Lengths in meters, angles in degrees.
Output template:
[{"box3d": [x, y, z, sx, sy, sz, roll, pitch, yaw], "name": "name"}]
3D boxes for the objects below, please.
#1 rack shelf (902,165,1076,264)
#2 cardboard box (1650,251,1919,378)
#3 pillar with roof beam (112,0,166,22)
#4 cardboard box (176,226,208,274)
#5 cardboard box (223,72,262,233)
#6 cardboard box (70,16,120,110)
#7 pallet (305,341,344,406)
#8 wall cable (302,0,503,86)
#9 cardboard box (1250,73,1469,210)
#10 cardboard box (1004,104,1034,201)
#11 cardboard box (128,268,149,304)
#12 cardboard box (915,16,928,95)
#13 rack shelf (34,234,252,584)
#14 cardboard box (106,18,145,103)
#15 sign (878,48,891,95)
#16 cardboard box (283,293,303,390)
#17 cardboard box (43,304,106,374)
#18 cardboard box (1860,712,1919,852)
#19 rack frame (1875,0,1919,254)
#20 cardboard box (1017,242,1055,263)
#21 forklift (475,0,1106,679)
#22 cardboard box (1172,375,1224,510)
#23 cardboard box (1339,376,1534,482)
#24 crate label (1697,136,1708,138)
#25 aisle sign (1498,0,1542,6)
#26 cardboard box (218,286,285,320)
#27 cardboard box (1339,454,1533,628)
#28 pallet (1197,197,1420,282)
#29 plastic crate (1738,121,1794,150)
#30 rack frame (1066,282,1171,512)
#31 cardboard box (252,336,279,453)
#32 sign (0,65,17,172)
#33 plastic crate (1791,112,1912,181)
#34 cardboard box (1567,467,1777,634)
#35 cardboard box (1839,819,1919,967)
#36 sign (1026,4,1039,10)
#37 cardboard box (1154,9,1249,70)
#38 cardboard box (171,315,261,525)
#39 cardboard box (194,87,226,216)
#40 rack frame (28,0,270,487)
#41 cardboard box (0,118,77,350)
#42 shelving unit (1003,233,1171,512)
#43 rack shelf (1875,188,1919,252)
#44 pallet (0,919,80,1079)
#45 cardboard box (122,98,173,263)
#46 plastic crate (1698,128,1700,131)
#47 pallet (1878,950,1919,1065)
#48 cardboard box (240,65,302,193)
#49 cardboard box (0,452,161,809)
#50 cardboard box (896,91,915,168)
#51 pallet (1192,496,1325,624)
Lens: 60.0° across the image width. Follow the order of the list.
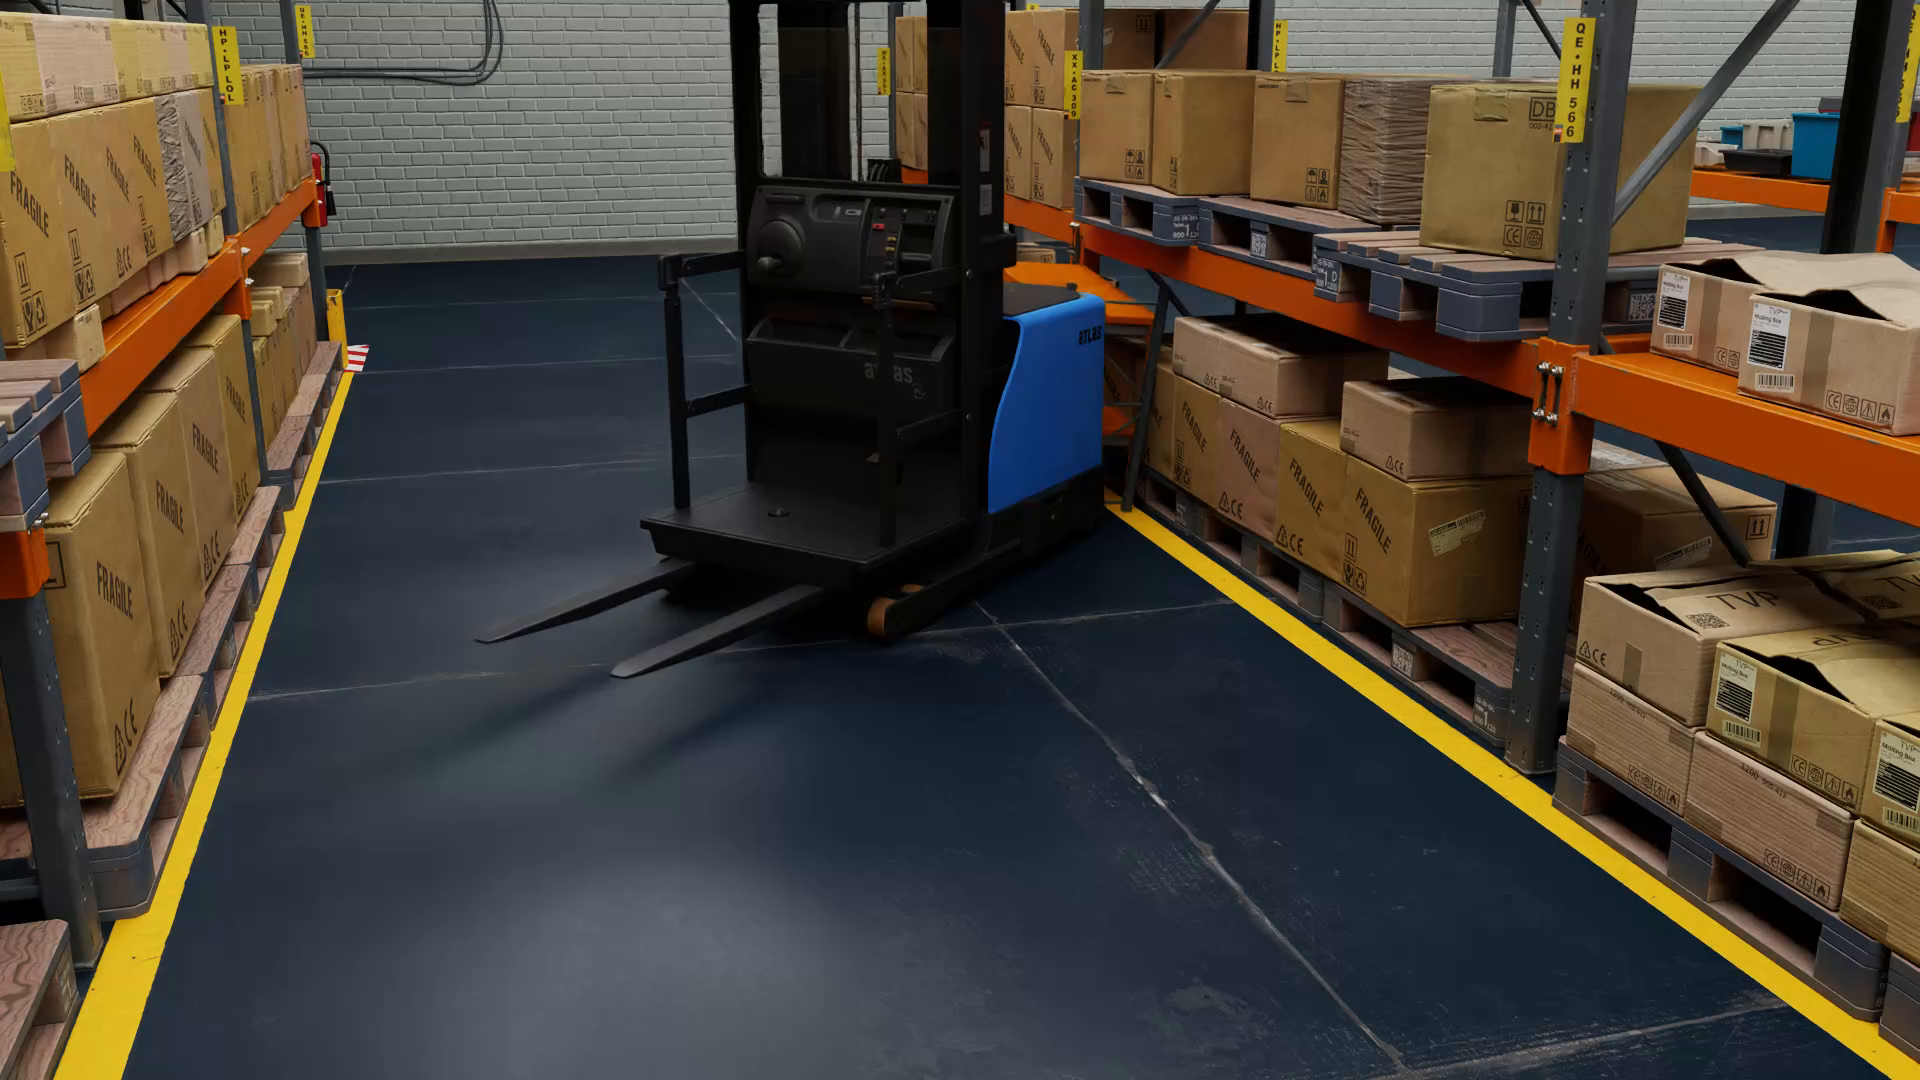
[{"box3d": [0.533, -2.085, 10.430, 1.077, 0.370, 4.000, -5, 17, -15], "name": "rack shelf"}, {"box3d": [2.240, -0.623, 4.467, 0.500, 0.311, 0.500, -4, 17, -12], "name": "cardboard box"}, {"box3d": [-2.213, -6.482, 13.389, 9.100, 9.000, 0.400, -5, 17, -15], "name": "pillar with roof beam"}, {"box3d": [-3.065, -1.090, 6.269, 0.380, 0.149, 0.250, -5, 17, -15], "name": "cardboard box"}, {"box3d": [-3.813, -1.779, 7.638, 0.980, 0.700, 0.700, -4, 17, -14], "name": "cardboard box"}, {"box3d": [-2.747, -1.369, 4.766, 0.500, 0.250, 0.500, -5, 17, -15], "name": "cardboard box"}, {"box3d": [-4.484, -1.040, 10.546, 1.003, 0.211, 1.213, -5, 17, -15], "name": "pallet"}, {"box3d": [-5.990, -5.569, 15.746, 3.097, 2.526, 0.112, -5, 17, -15], "name": "wall cable"}, {"box3d": [1.627, -1.641, 6.799, 0.700, 0.500, 0.500, -10, 19, -29], "name": "cardboard box"}, {"box3d": [0.555, -2.185, 9.337, 0.500, 0.500, 0.500, -4, 17, -14], "name": "cardboard box"}, {"box3d": [-2.945, -0.872, 5.544, 0.380, 0.149, 0.250, -4, 17, -14], "name": "cardboard box"}, {"box3d": [0.003, -3.222, 11.052, 0.500, 0.500, 0.500, -5, 17, -15], "name": "cardboard box"}, {"box3d": [-3.130, -0.586, 5.439, 1.077, 0.370, 4.000, -5, 17, -15], "name": "rack shelf"}, {"box3d": [-2.893, -1.510, 5.234, 0.500, 0.250, 0.500, -5, 17, -16], "name": "cardboard box"}, {"box3d": [-0.539, -3.354, 11.900, 0.100, 0.325, 0.005, -5, 17, -15], "name": "sign"}, {"box3d": [-4.214, -1.131, 9.618, 0.700, 0.500, 0.500, -5, 18, -17], "name": "cardboard box"}, {"box3d": [-2.501, -0.526, 4.392, 0.380, 0.149, 0.250, -4, 17, -14], "name": "cardboard box"}, {"box3d": [2.334, 0.531, 3.544, 0.500, 0.311, 0.500, -5, 17, -17], "name": "cardboard box"}, {"box3d": [5.846, -2.267, 9.785, 1.000, 3.000, 0.127, -5, 17, -15], "name": "rack frame"}, {"box3d": [0.369, -1.865, 12.028, 0.500, 0.500, 0.500, -5, 17, -15], "name": "cardboard box"}, {"box3d": [-0.547, -1.177, 6.275, 1.130, 2.935, 3.031, 10, 19, 30], "name": "forklift"}, {"box3d": [1.268, -0.451, 7.321, 0.500, 0.500, 0.500, -4, 17, -15], "name": "cardboard box"}, {"box3d": [1.679, -0.398, 5.840, 0.500, 0.250, 0.500, -4, 17, -13], "name": "cardboard box"}, {"box3d": [5.311, -2.908, 12.273, 0.396, 0.136, 0.243, -5, 17, -15], "name": "crate label"}, {"box3d": [4.441, -4.615, 13.082, 0.394, 0.787, 0.004, -5, 17, -15], "name": "aisle sign"}, {"box3d": [-3.849, -1.267, 8.943, 0.380, 0.149, 0.250, -5, 17, -17], "name": "cardboard box"}, {"box3d": [1.699, -0.024, 5.897, 0.500, 0.500, 0.500, -4, 17, -13], "name": "cardboard box"}, {"box3d": [1.643, -1.215, 6.618, 1.003, 0.211, 1.213, -5, 17, -15], "name": "pallet"}, {"box3d": [5.604, -2.676, 11.248, 0.437, 0.282, 0.530, -5, 17, -15], "name": "plastic crate"}, {"box3d": [0.640, -0.622, 7.640, 0.500, 1.125, 0.032, 0, 24, -19], "name": "rack frame"}, {"box3d": [-3.786, -0.703, 8.192, 0.700, 0.500, 0.500, -4, 17, -15], "name": "cardboard box"}, {"box3d": [-2.061, -0.939, 3.490, 0.100, 0.325, 0.005, -5, 17, -15], "name": "sign"}, {"box3d": [5.390, -2.390, 10.118, 0.392, 0.384, 0.575, -5, 17, -15], "name": "plastic crate"}, {"box3d": [2.331, 0.068, 5.592, 0.500, 0.500, 0.500, -4, 17, -13], "name": "cardboard box"}, {"box3d": [2.331, 0.796, 3.637, 0.500, 0.250, 0.500, -5, 17, -17], "name": "cardboard box"}, {"box3d": [0.522, -3.727, 12.083, 0.100, 0.325, 0.005, -5, 17, -15], "name": "sign"}, {"box3d": [1.223, -2.556, 8.834, 0.500, 0.500, 0.500, -4, 17, -14], "name": "cardboard box"}, {"box3d": [-3.376, -0.486, 6.862, 0.750, 0.750, 0.750, -4, 17, -15], "name": "cardboard box"}, {"box3d": [-3.310, -1.576, 6.758, 0.500, 0.500, 0.500, -5, 17, -16], "name": "cardboard box"}, {"box3d": [-3.680, -1.484, 7.177, 1.000, 3.000, 0.127, -5, 17, -15], "name": "rack frame"}, {"box3d": [-2.468, -0.732, 3.948, 0.500, 0.500, 0.500, -4, 17, -14], "name": "cardboard box"}, {"box3d": [0.484, -0.824, 8.080, 0.538, 1.125, 1.048, 0, 24, -19], "name": "shelving unit"}, {"box3d": [6.396, -1.369, 8.046, 1.077, 0.370, 4.000, -5, 17, -15], "name": "rack shelf"}, {"box3d": [-2.367, 1.175, 3.175, 1.003, 0.211, 1.213, -5, 17, -15], "name": "pallet"}, {"box3d": [-2.889, -1.158, 5.368, 0.500, 0.500, 0.500, -4, 17, -14], "name": "cardboard box"}, {"box3d": [4.942, -2.780, 11.681, 0.416, 0.233, 0.300, -5, 17, -15], "name": "plastic crate"}, {"box3d": [2.702, 1.133, 3.312, 1.003, 0.211, 1.213, -5, 17, -15], "name": "pallet"}, {"box3d": [-4.418, -2.393, 9.683, 0.980, 0.700, 0.700, -5, 17, -16], "name": "cardboard box"}, {"box3d": [-2.656, 0.237, 4.454, 0.750, 0.750, 0.750, -5, 17, -16], "name": "cardboard box"}, {"box3d": [-0.148, -2.887, 11.675, 0.500, 0.500, 0.500, -4, 17, -14], "name": "cardboard box"}, {"box3d": [1.681, 0.019, 7.021, 1.003, 0.211, 1.213, -5, 17, -15], "name": "pallet"}]
